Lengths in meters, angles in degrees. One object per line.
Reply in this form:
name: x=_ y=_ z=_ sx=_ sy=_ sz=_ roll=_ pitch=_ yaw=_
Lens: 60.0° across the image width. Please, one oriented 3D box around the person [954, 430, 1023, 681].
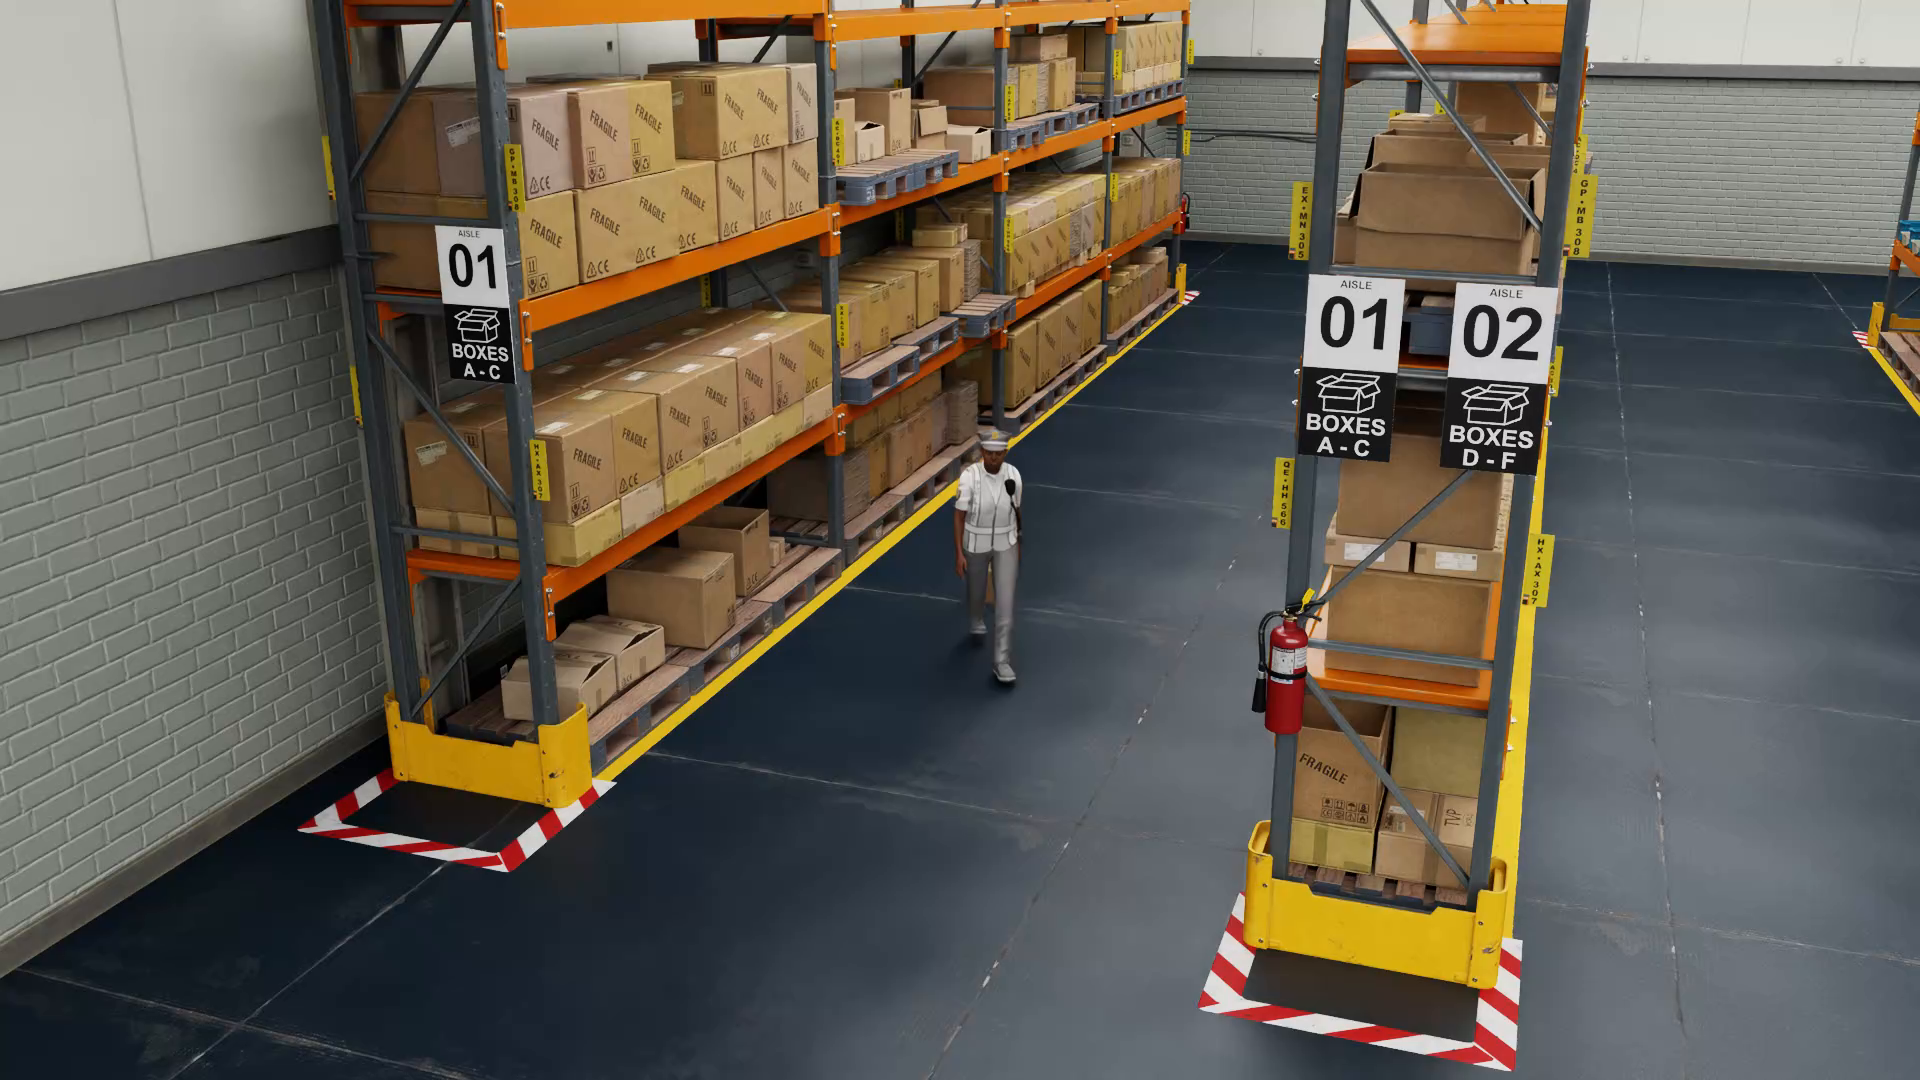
person: x=0.184 y=0.023 z=10.968 sx=0.467 sy=1.634 sz=1.007 roll=-2 pitch=19 yaw=-5
